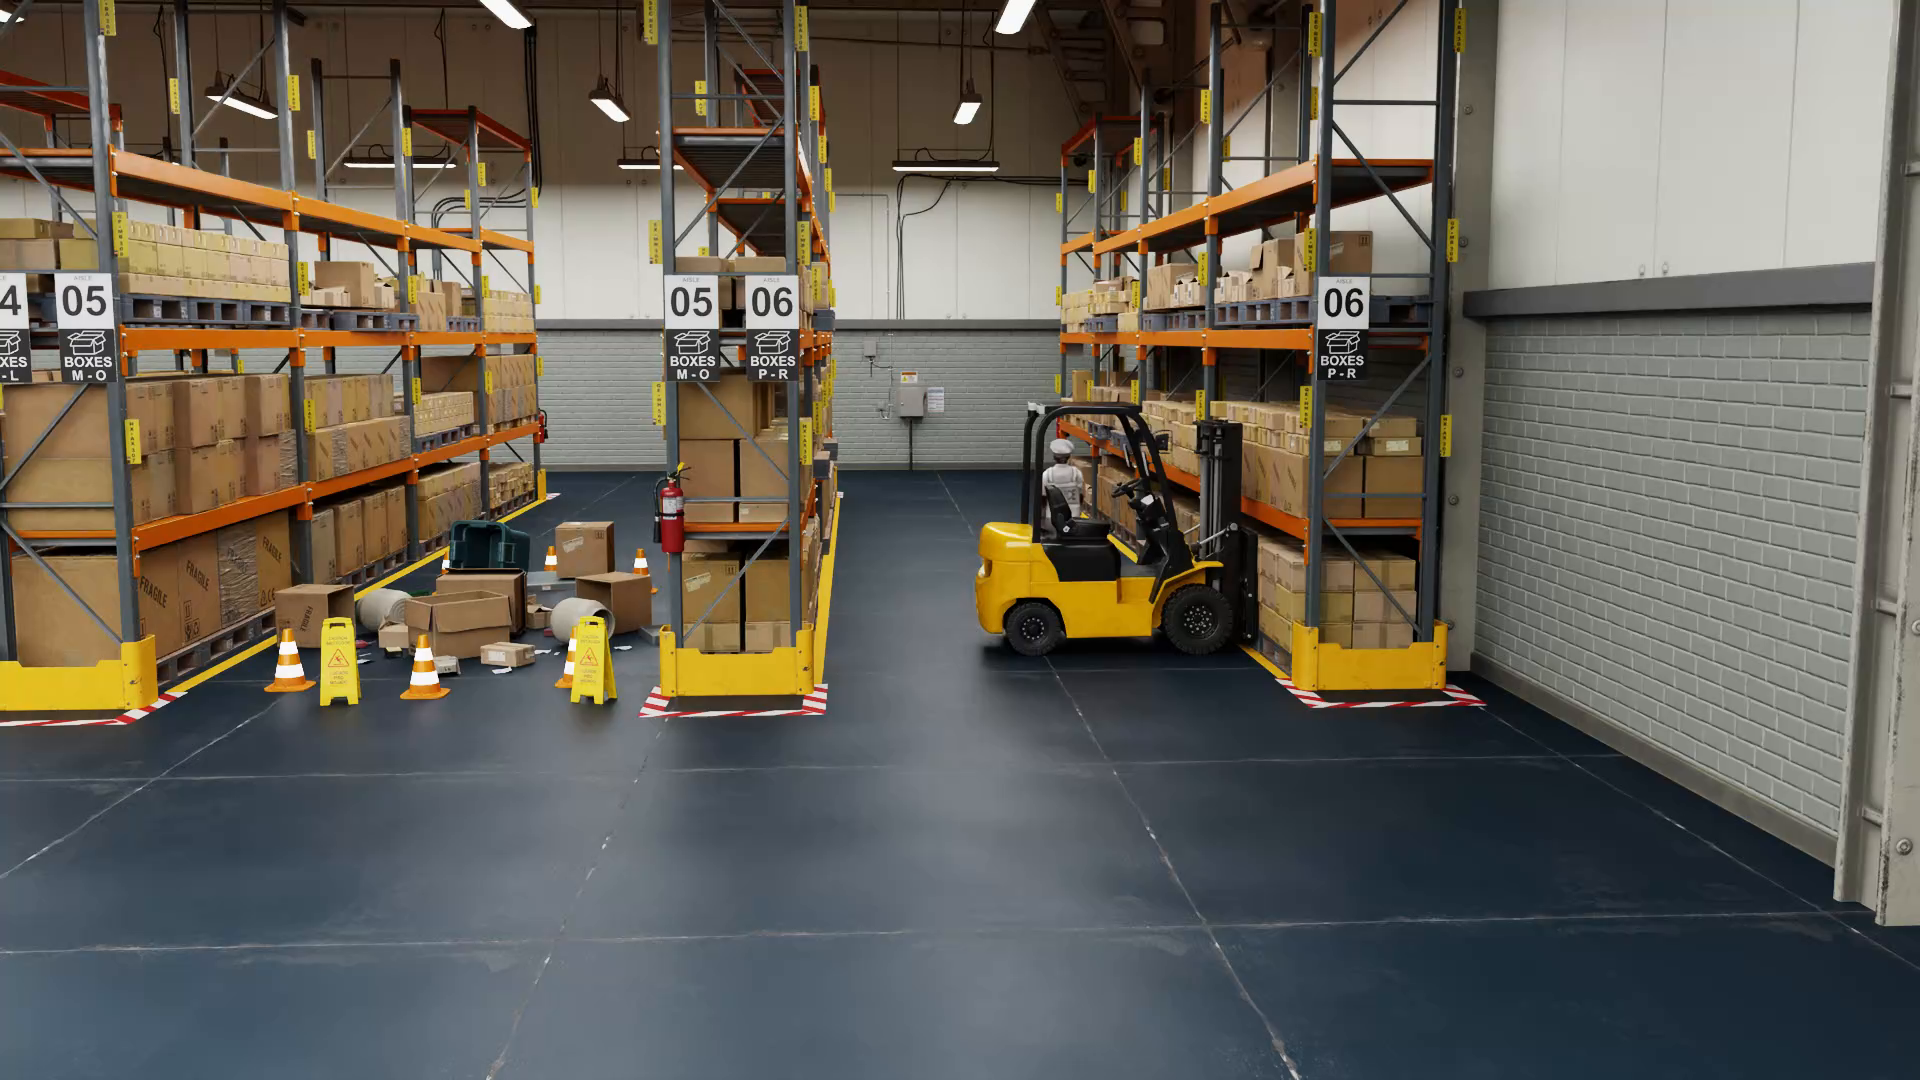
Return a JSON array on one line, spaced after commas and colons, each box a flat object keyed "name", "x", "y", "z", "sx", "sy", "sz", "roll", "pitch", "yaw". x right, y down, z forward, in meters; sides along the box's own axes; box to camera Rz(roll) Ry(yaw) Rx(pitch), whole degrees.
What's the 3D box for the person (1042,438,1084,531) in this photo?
[{"name": "person", "x": 1.069, "y": -0.206, "z": 17.256, "sx": 0.491, "sy": 1.703, "sz": 0.500, "roll": 0, "pitch": 7, "yaw": 0}]
